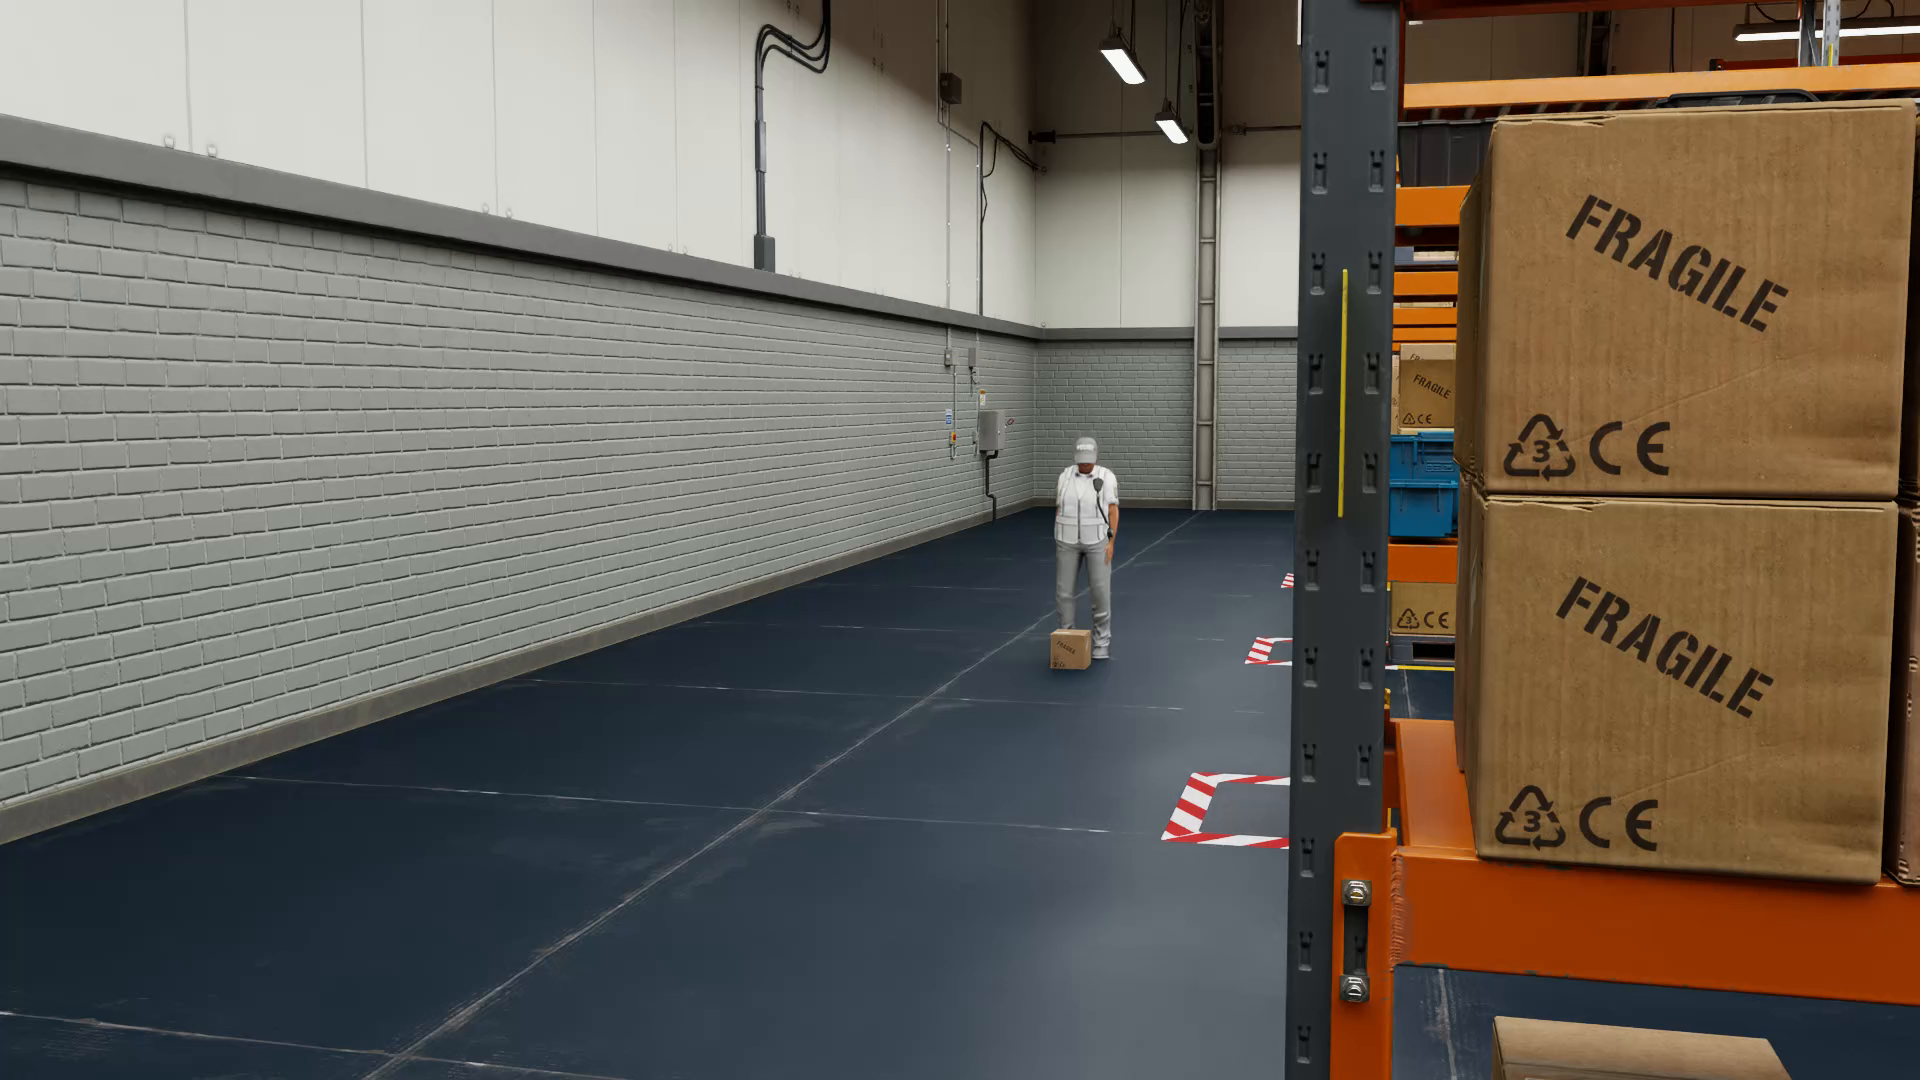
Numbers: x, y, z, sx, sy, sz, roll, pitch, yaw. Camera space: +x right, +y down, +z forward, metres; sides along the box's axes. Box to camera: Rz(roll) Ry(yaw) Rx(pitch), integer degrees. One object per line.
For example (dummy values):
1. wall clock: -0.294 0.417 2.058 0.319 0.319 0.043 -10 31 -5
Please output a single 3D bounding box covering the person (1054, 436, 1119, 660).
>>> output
1. person: 0.935 0.055 12.309 0.480 1.646 0.419 1 5 15
